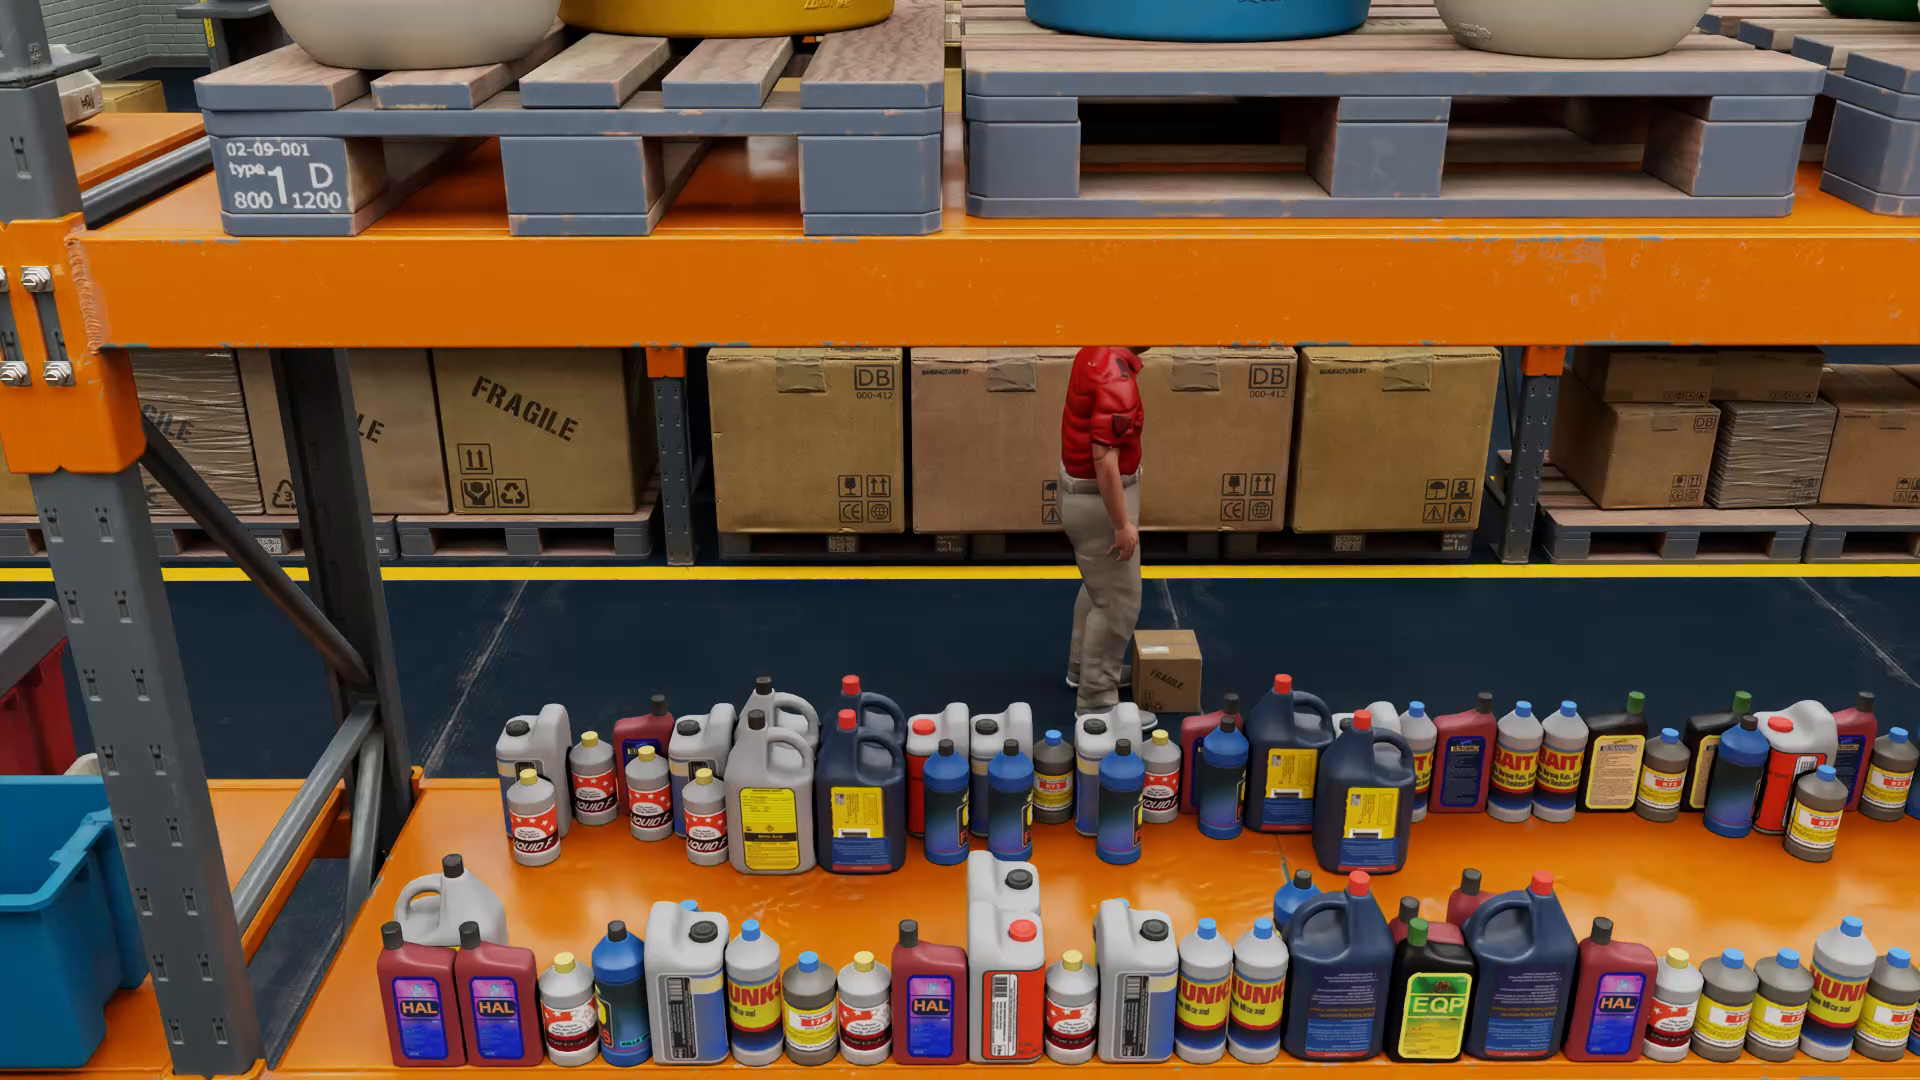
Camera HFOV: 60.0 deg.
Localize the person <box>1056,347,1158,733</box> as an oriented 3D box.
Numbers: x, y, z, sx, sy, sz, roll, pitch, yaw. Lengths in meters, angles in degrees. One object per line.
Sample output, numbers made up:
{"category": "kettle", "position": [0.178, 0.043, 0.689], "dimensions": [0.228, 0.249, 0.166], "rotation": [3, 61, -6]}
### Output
{"category": "person", "position": [0.576, -0.140, 6.434], "dimensions": [0.392, 1.725, 0.587], "rotation": [-1, 24, -3]}
